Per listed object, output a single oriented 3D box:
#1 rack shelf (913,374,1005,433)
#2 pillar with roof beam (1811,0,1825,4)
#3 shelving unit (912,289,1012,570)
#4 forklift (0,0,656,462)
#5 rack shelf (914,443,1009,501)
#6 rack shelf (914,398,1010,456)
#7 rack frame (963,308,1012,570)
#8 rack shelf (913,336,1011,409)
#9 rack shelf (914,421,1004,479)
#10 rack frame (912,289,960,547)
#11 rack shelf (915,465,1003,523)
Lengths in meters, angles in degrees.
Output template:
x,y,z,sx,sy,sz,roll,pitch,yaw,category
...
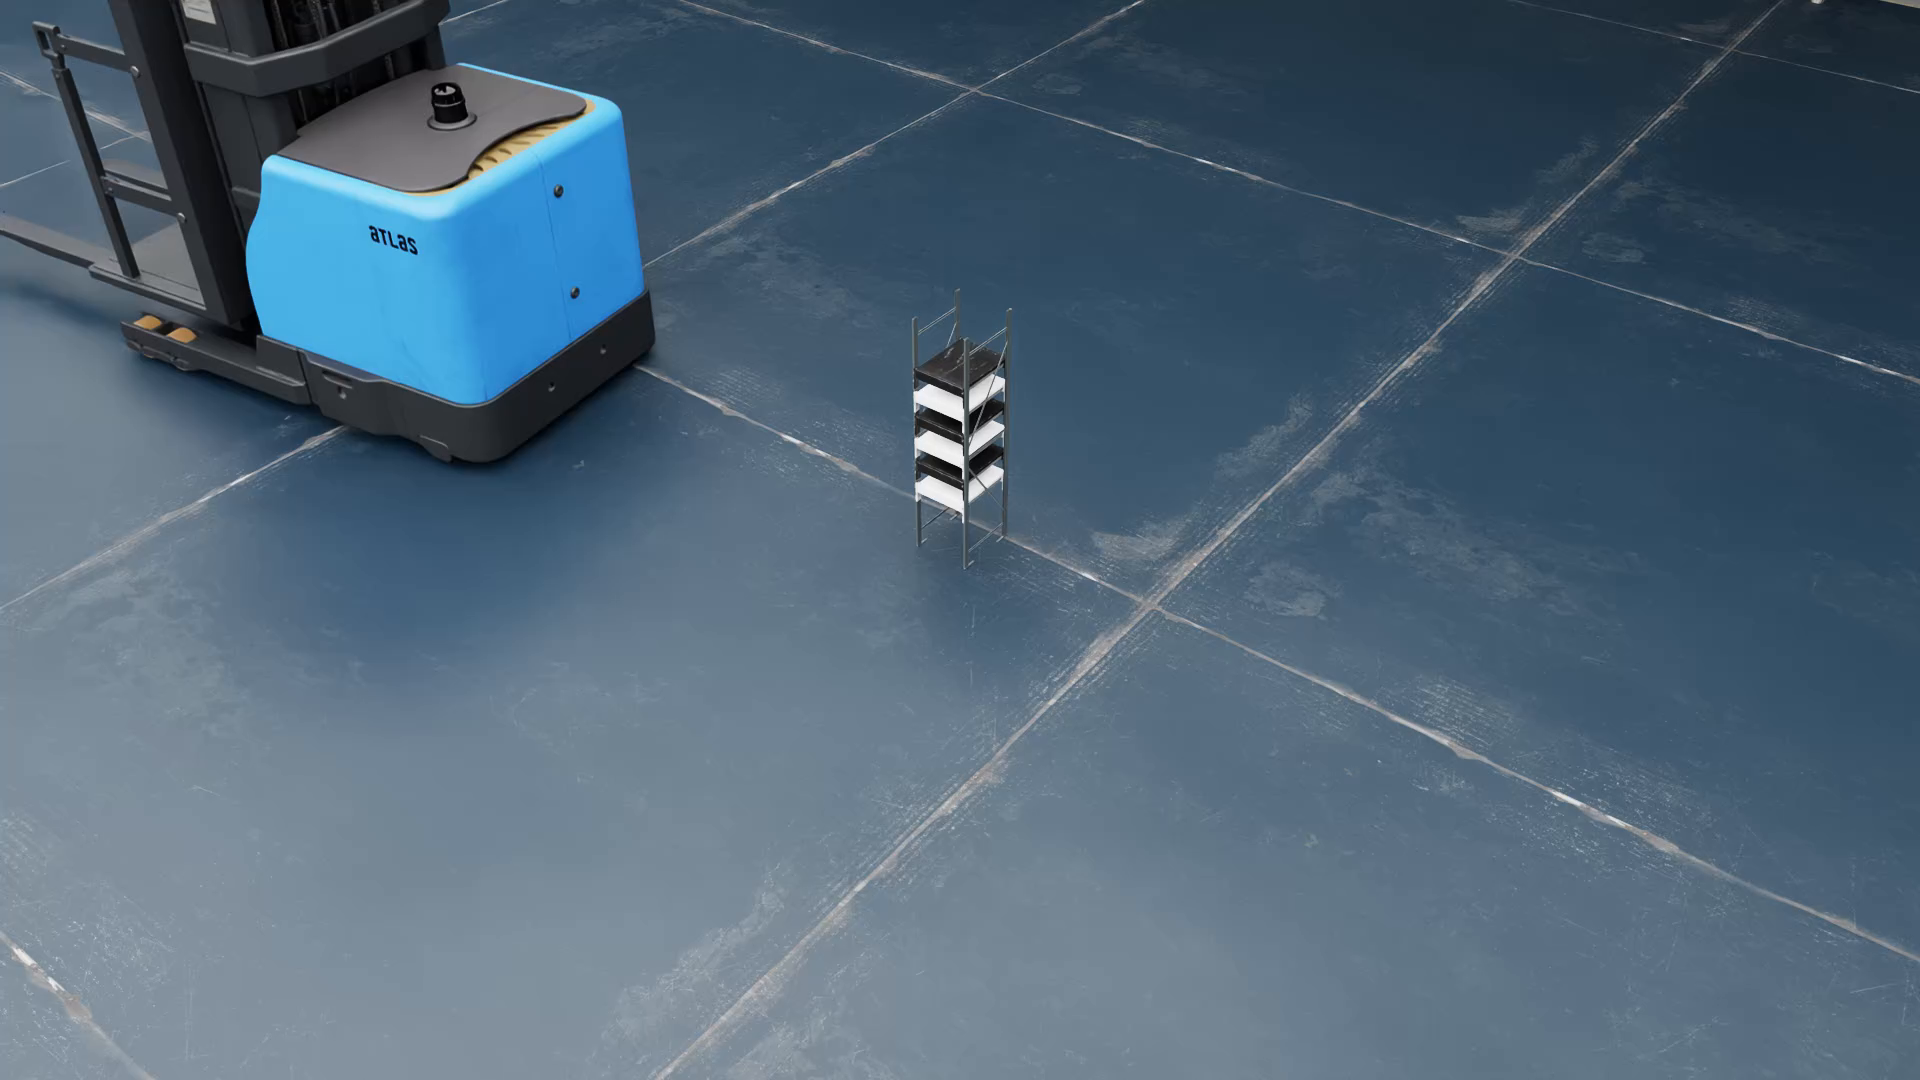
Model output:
x,y,z,sx,sy,sz,roll,pitch,yaw,category
0.006,-0.467,5.378,0.200,0.077,0.258,25,45,29,rack shelf
2.383,-4.737,4.500,0.400,9.000,9.100,25,45,29,pillar with roof beam
0.006,-0.351,5.469,0.210,0.900,0.258,25,45,29,shelving unit
-2.757,-2.090,6.042,3.031,2.935,1.130,19,42,23,forklift
0.006,-0.254,5.545,0.200,0.077,0.258,25,45,29,rack shelf
0.006,-0.396,5.434,0.200,0.077,0.258,25,45,29,rack shelf
0.087,-0.313,5.420,0.006,0.900,0.240,25,45,29,rack frame
0.006,-0.538,5.323,0.200,0.077,0.258,25,45,29,rack shelf
0.006,-0.325,5.489,0.200,0.077,0.258,25,45,29,rack shelf
-0.074,-0.389,5.517,0.006,0.900,0.240,25,45,29,rack frame
0.006,-0.183,5.600,0.200,0.077,0.258,25,45,29,rack shelf
